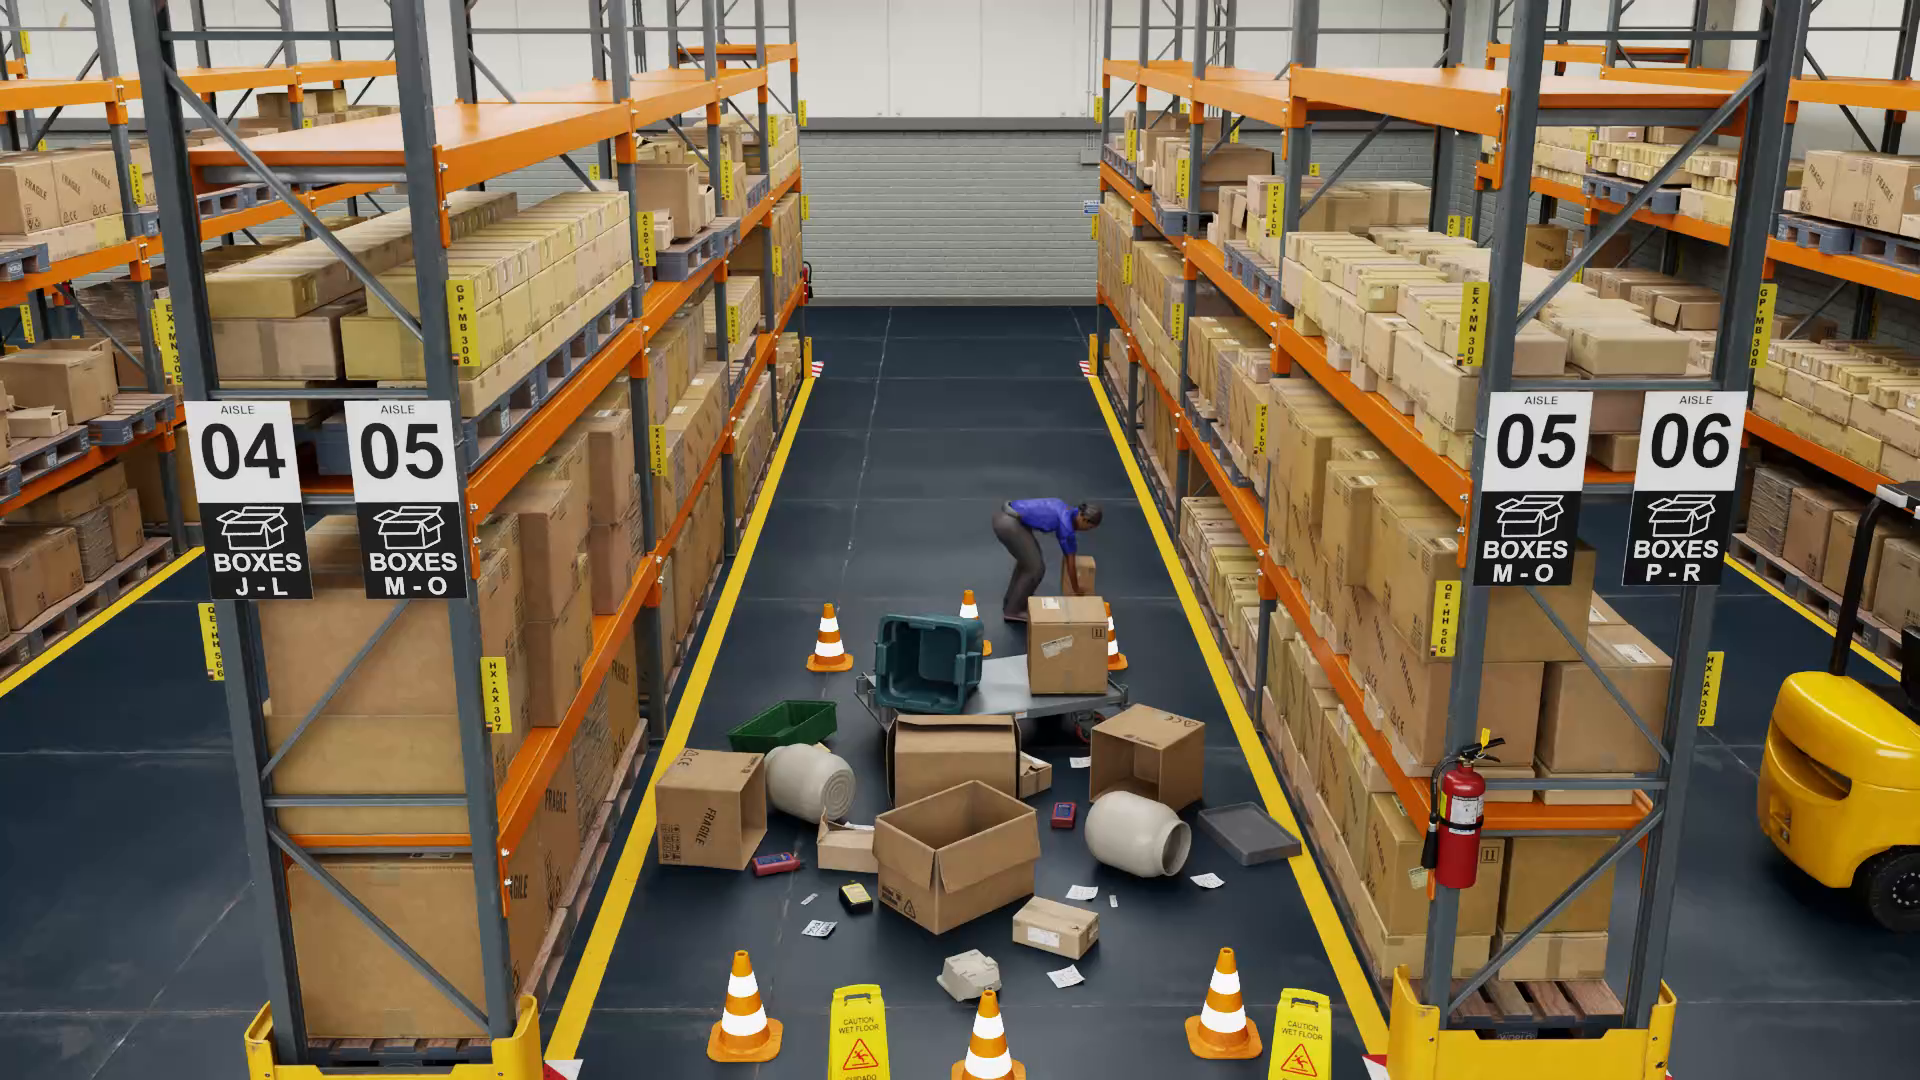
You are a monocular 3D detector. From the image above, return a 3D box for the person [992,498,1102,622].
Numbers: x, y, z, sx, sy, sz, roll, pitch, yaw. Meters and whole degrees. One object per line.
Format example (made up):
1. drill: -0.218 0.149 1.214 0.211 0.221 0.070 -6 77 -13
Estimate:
1. person: 0.691 0.140 13.268 0.878 0.971 0.445 -1 17 -3
